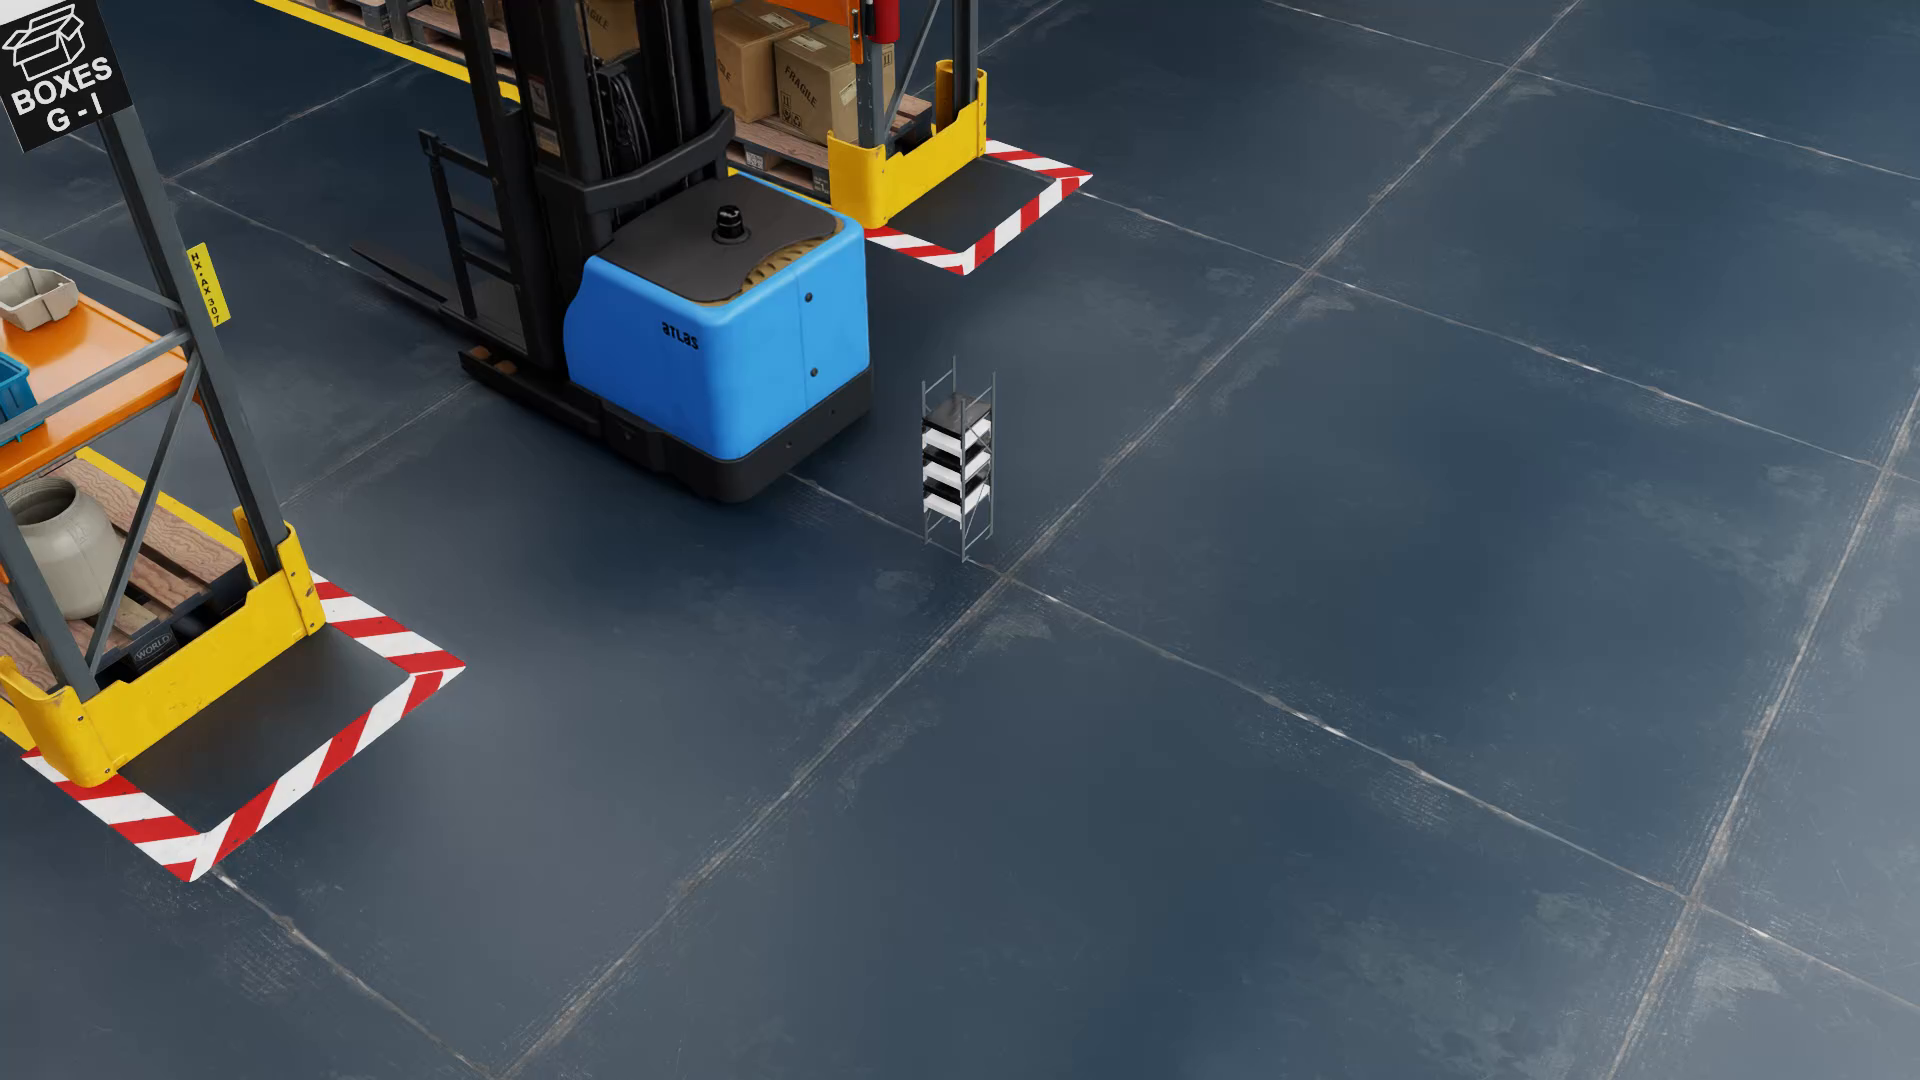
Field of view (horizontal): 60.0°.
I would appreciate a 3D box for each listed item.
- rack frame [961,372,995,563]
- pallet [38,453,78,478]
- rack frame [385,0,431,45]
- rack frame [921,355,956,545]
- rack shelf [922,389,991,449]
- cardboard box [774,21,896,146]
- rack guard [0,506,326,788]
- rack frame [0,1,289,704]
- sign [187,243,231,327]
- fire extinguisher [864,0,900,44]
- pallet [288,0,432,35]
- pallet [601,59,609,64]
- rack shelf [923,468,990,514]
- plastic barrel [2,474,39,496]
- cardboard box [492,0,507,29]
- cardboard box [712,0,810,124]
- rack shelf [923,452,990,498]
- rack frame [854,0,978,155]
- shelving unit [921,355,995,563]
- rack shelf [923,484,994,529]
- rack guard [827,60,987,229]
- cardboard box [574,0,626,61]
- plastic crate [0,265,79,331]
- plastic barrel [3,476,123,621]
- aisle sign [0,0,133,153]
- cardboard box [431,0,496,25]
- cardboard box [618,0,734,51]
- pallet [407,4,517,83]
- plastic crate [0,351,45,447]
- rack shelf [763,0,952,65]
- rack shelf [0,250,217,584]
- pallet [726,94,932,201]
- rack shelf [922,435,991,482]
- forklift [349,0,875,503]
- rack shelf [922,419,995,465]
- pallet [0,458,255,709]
[{"bbox_3d":[0.077,-0.300,7.158,0.006,0.900,0.240,25,48,25],"label":"rack frame"},{"bbox_3d":[-4.820,-0.269,7.641,1.213,0.211,1.003,25,48,25],"label":"pallet"},{"bbox_3d":[-3.505,-4.759,10.567,0.127,3.000,1.000,25,48,25],"label":"rack frame"},{"bbox_3d":[-0.090,-0.377,7.245,0.006,0.900,0.240,25,48,25],"label":"rack frame"},{"bbox_3d":[-0.007,-0.515,7.044,0.200,0.077,0.258,25,48,25],"label":"rack shelf"},{"bbox_3d":[-0.732,-2.700,9.826,0.500,0.500,0.500,-33,51,-31],"label":"cardboard box"},{"bbox_3d":[-3.163,0.405,6.671,0.348,0.500,1.175,25,48,25],"label":"rack guard"},{"bbox_3d":[-3.074,-0.523,5.834,0.127,3.000,1.000,25,48,25],"label":"rack frame"},{"bbox_3d":[-2.755,-0.925,6.075,0.005,0.325,0.100,25,48,25],"label":"sign"},{"bbox_3d":[-0.401,-2.903,8.551,0.183,0.674,0.296,25,48,25],"label":"fire extinguisher"},{"bbox_3d":[-4.143,-4.017,11.829,1.213,0.211,1.003,25,48,25],"label":"pallet"},{"bbox_3d":[-1.932,-3.015,10.710,1.213,0.211,1.003,25,48,25],"label":"pallet"},{"bbox_3d":[-0.007,-0.247,7.284,0.200,0.077,0.258,25,48,25],"label":"rack shelf"},{"bbox_3d":[-4.067,-0.155,6.973,0.421,0.512,0.421,0,42,0],"label":"plastic barrel"},{"bbox_3d":[-2.727,-3.594,10.825,0.500,0.500,0.500,-26,48,-26],"label":"cardboard box"},{"bbox_3d":[-1.241,-2.911,10.061,0.500,0.500,0.500,-29,49,-28],"label":"cardboard box"},{"bbox_3d":[-0.007,-0.314,7.224,0.200,0.077,0.258,25,48,25],"label":"rack shelf"},{"bbox_3d":[-0.230,-3.227,8.856,0.127,3.000,1.000,25,48,25],"label":"rack frame"},{"bbox_3d":[-0.007,-0.338,7.202,0.210,0.900,0.258,25,48,25],"label":"shelving unit"},{"bbox_3d":[-0.007,-0.179,7.344,0.200,0.077,0.258,25,48,25],"label":"rack shelf"},{"bbox_3d":[-0.292,-2.325,9.722,0.348,0.500,1.175,25,48,25],"label":"rack guard"},{"bbox_3d":[-2.174,-3.399,10.607,0.500,0.500,0.500,21,46,22],"label":"cardboard box"},{"bbox_3d":[-3.622,-0.943,6.501,0.250,0.136,0.298,25,48,25],"label":"plastic crate"},{"bbox_3d":[-3.657,0.037,6.758,0.421,0.512,0.421,0,42,0],"label":"plastic barrel"},{"bbox_3d":[-2.847,-1.624,5.115,0.004,0.787,0.394,25,48,25],"label":"aisle sign"},{"bbox_3d":[-3.201,-3.809,11.065,0.500,0.500,0.500,24,47,24],"label":"cardboard box"},{"bbox_3d":[-1.743,-3.161,10.341,0.500,0.500,0.500,30,50,29],"label":"cardboard box"},{"bbox_3d":[-2.935,-3.482,11.231,1.213,0.211,1.003,25,48,25],"label":"pallet"},{"bbox_3d":[-3.656,-0.496,5.915,0.616,0.251,0.499,25,48,25],"label":"plastic crate"},{"bbox_3d":[-1.868,-3.725,9.951,4.000,0.370,1.077,25,48,25],"label":"rack shelf"},{"bbox_3d":[-4.712,-1.021,6.929,4.000,0.370,1.077,25,48,25],"label":"rack shelf"},{"bbox_3d":[-0.937,-2.548,10.187,1.213,0.211,1.003,25,48,25],"label":"pallet"},{"bbox_3d":[-0.007,-0.381,7.164,0.200,0.077,0.258,25,48,25],"label":"rack shelf"},{"bbox_3d":[-1.892,-2.074,7.618,3.031,2.935,1.130,27,49,27],"label":"forklift"},{"bbox_3d":[-0.007,-0.448,7.104,0.200,0.077,0.258,25,48,25],"label":"rack shelf"},{"bbox_3d":[-3.825,0.199,7.118,1.213,0.211,1.003,25,48,25],"label":"pallet"}]
